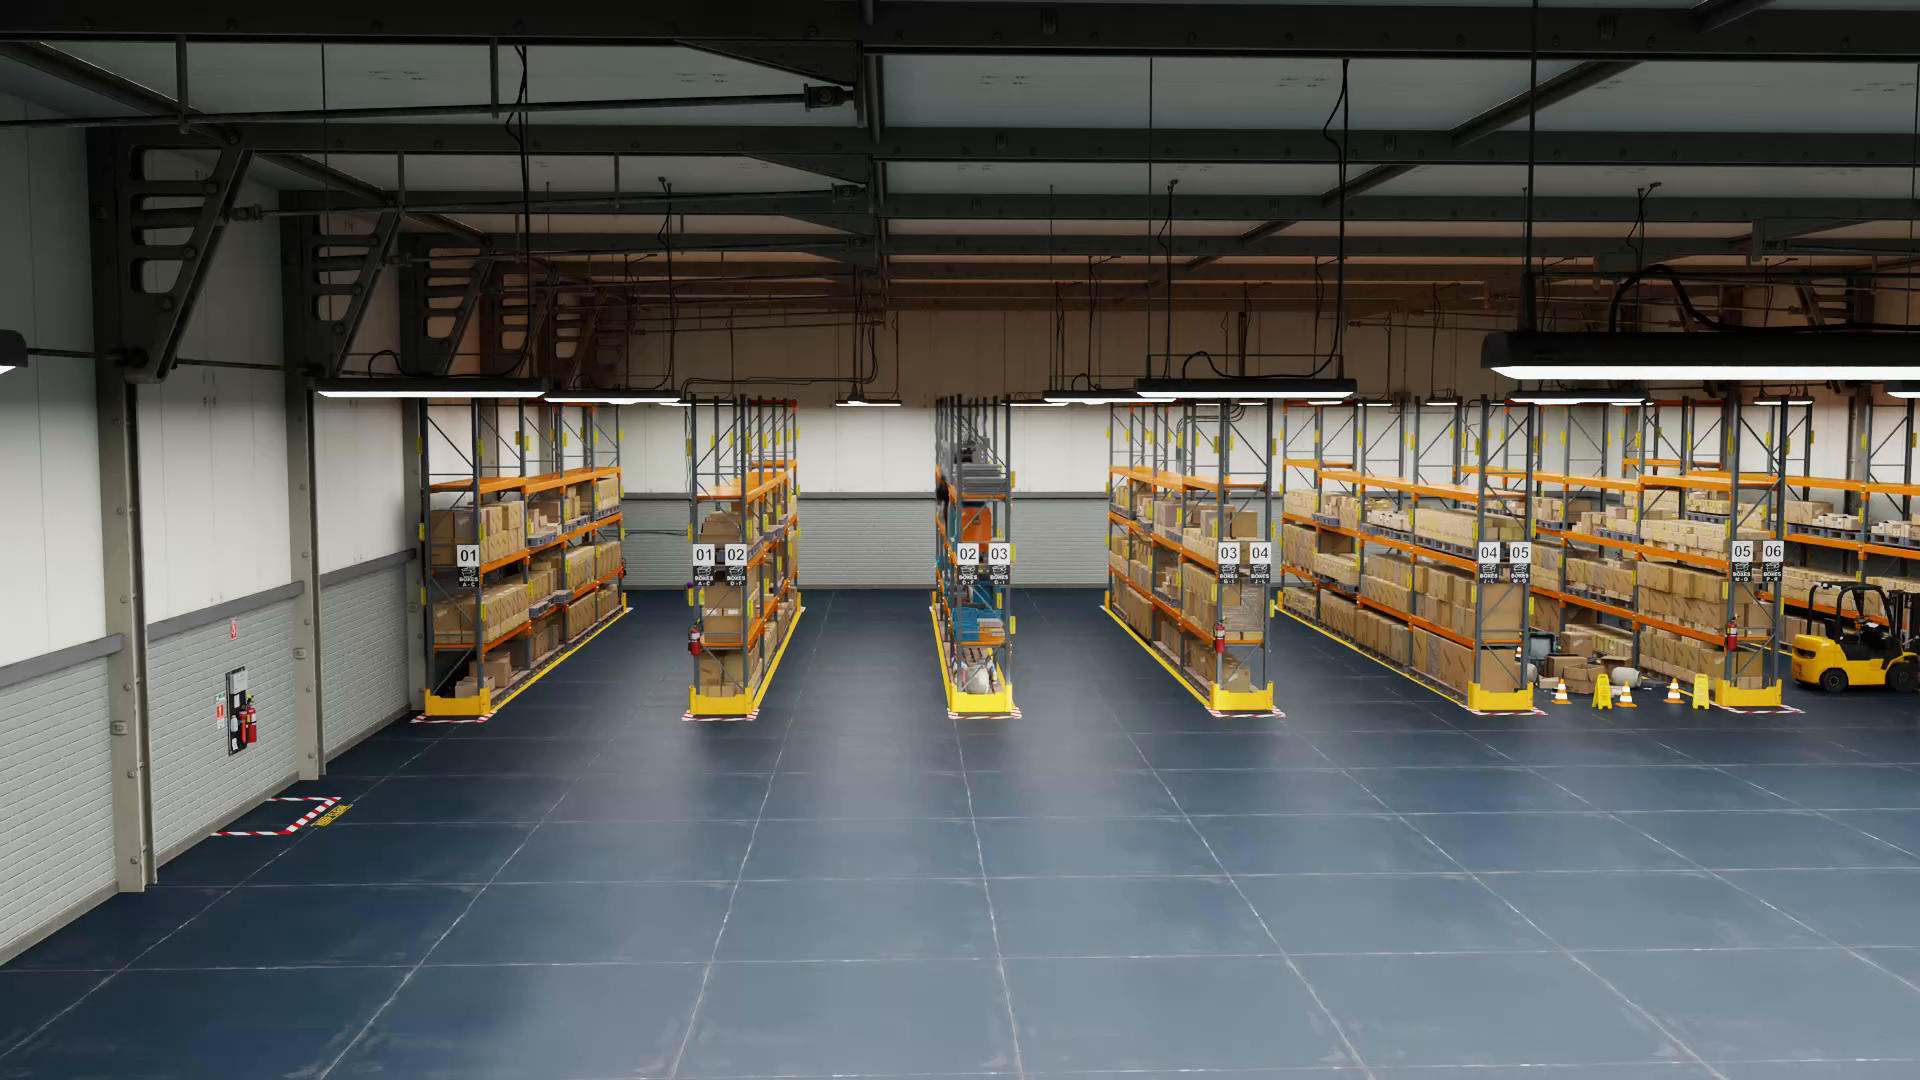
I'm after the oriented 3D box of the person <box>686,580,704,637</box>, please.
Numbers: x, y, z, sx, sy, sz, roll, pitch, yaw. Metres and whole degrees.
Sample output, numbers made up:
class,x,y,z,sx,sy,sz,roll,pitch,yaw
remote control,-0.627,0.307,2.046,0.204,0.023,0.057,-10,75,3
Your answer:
class,x,y,z,sx,sy,sz,roll,pitch,yaw
person,-6.447,1.610,41.136,0.733,1.755,0.812,0,4,-1

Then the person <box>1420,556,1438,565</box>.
class,x,y,z,sx,sy,sz,roll,pitch,yaw
person,13.815,0.975,49.116,0.862,1.782,0.726,0,5,3

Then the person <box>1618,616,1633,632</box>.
class,x,y,z,sx,sy,sz,roll,pitch,yaw
person,16.307,1.677,40.498,0.635,1.684,0.650,0,4,-2
